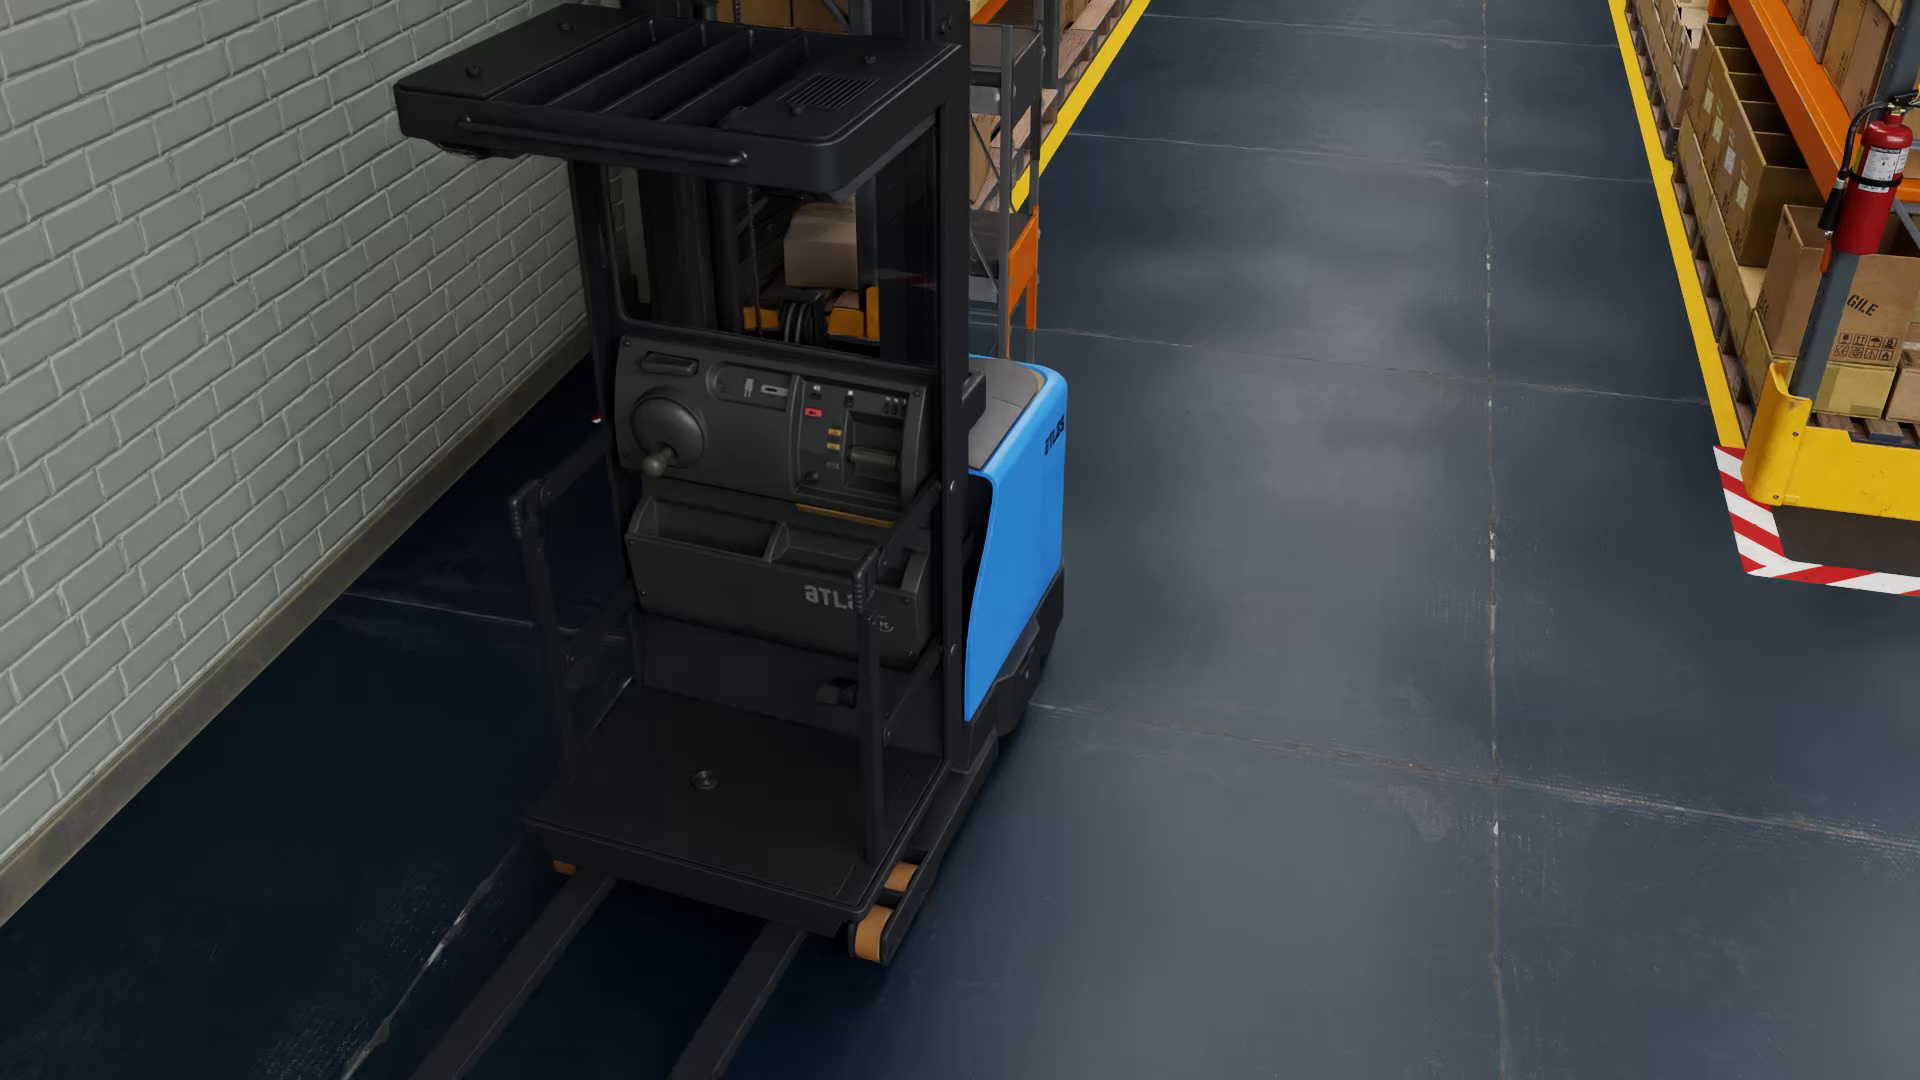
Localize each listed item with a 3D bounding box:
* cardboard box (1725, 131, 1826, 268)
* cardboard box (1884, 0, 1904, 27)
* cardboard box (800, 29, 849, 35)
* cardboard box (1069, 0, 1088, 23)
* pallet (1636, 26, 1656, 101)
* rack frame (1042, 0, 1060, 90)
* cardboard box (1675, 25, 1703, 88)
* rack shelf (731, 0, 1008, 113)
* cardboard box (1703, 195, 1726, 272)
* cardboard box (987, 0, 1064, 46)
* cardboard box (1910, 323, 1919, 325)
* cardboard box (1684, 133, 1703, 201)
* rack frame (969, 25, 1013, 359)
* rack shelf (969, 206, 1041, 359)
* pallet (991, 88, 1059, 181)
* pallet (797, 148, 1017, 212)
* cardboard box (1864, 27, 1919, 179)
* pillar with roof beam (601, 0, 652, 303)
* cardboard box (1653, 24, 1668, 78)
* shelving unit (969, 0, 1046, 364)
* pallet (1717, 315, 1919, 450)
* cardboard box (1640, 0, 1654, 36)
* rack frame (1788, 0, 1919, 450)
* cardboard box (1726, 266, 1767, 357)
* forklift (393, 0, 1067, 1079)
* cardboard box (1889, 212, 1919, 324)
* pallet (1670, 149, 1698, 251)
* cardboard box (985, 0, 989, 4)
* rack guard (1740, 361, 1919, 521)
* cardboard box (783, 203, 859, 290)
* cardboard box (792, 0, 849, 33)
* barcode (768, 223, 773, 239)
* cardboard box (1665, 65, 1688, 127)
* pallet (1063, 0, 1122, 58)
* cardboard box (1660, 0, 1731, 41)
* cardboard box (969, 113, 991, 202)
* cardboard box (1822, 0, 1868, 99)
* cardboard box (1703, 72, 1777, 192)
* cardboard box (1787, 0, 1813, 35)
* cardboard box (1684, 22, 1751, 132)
[{"bbox_3d":[4.025,-1.622,7.977,0.500,0.500,0.500,8,33,12],"label":"cardboard box"},{"bbox_3d":[3.915,-2.125,6.598,0.380,0.149,0.250,9,34,14],"label":"cardboard box"},{"bbox_3d":[-0.424,-2.276,7.656,0.500,0.250,0.500,7,33,11],"label":"cardboard box"},{"bbox_3d":[0.582,-4.246,12.553,0.700,0.500,0.500,8,33,13],"label":"cardboard box"},{"bbox_3d":[5.410,-3.370,11.855,1.003,0.211,1.213,8,33,12],"label":"pallet"},{"bbox_3d":[0.160,-4.197,10.556,1.000,3.000,0.127,8,33,12],"label":"rack frame"},{"bbox_3d":[4.778,-3.027,10.364,0.500,0.311,0.500,8,33,12],"label":"cardboard box"},{"bbox_3d":[-0.347,-2.855,9.116,1.077,0.370,4.000,8,33,12],"label":"rack shelf"},{"bbox_3d":[4.157,-1.564,8.586,0.500,0.250,0.500,8,33,12],"label":"cardboard box"},{"bbox_3d":[0.331,-3.712,11.713,0.700,0.500,0.500,9,34,14],"label":"cardboard box"},{"bbox_3d":[4.412,-0.973,7.657,0.500,0.250,0.500,8,33,12],"label":"cardboard box"},{"bbox_3d":[4.410,-2.083,9.402,0.500,0.250,0.500,8,33,12],"label":"cardboard box"},{"bbox_3d":[-0.020,-0.845,6.123,0.400,2.100,0.015,8,33,12],"label":"rack frame"},{"bbox_3d":[0.042,-0.960,6.329,0.431,0.518,0.480,8,33,12],"label":"rack shelf"},{"bbox_3d":[0.024,-2.667,10.748,1.003,0.211,1.213,8,33,12],"label":"pallet"},{"bbox_3d":[-0.284,-2.032,9.749,1.003,0.211,1.213,8,33,12],"label":"pallet"},{"bbox_3d":[4.068,-1.731,6.584,0.700,0.500,0.500,8,33,12],"label":"cardboard box"},{"bbox_3d":[2.650,-4.548,5.516,9.100,9.000,0.400,8,33,12],"label":"pillar with roof beam"},{"bbox_3d":[5.037,-3.324,11.354,0.500,0.250,0.500,9,33,13],"label":"cardboard box"},{"bbox_3d":[0.042,-0.972,6.322,0.431,2.100,0.503,8,33,12],"label":"shelving unit"},{"bbox_3d":[4.091,-0.674,7.614,1.003,0.211,1.213,8,33,12],"label":"pallet"},{"bbox_3d":[5.298,-3.853,12.187,0.500,0.250,0.500,7,33,11],"label":"cardboard box"},{"bbox_3d":[3.938,-1.449,6.233,1.000,3.000,0.127,8,33,12],"label":"rack frame"},{"bbox_3d":[3.903,-1.045,7.769,0.500,0.250,0.500,8,33,12],"label":"cardboard box"},{"bbox_3d":[-0.608,-0.265,4.436,1.130,2.935,3.031,11,34,17],"label":"forklift"},{"bbox_3d":[4.414,-1.290,7.455,0.500,0.500,0.500,8,33,12],"label":"cardboard box"},{"bbox_3d":[4.710,-1.941,9.606,1.003,0.211,1.213,8,33,12],"label":"pallet"},{"bbox_3d":[-0.040,-3.073,8.909,0.500,0.250,0.500,8,33,13],"label":"cardboard box"},{"bbox_3d":[3.932,-0.381,6.884,1.175,0.500,0.348,8,33,12],"label":"rack guard"},{"bbox_3d":[-0.592,-1.519,8.439,0.500,0.311,0.500,4,33,7],"label":"cardboard box"},{"bbox_3d":[-0.443,-2.589,7.449,0.500,0.500,0.500,8,33,12],"label":"cardboard box"},{"bbox_3d":[-0.975,-1.587,8.537,0.001,0.075,0.075,8,33,12],"label":"barcode"},{"bbox_3d":[4.778,-2.796,10.523,0.500,0.250,0.500,8,33,12],"label":"cardboard box"},{"bbox_3d":[0.664,-4.059,12.939,1.003,0.211,1.213,8,33,12],"label":"pallet"},{"bbox_3d":[5.033,-3.556,11.197,0.500,0.311,0.500,8,33,12],"label":"cardboard box"},{"bbox_3d":[-0.213,-2.268,9.442,0.700,0.500,0.500,6,33,9],"label":"cardboard box"},{"bbox_3d":[4.329,-2.261,7.418,0.700,0.500,0.500,8,33,13],"label":"cardboard box"},{"bbox_3d":[4.279,-2.141,8.794,0.500,0.500,0.500,8,33,12],"label":"cardboard box"},{"bbox_3d":[4.588,-2.801,8.267,0.700,0.500,0.500,9,33,13],"label":"cardboard box"},{"bbox_3d":[4.532,-2.660,9.610,0.500,0.500,0.500,8,33,12],"label":"cardboard box"}]
